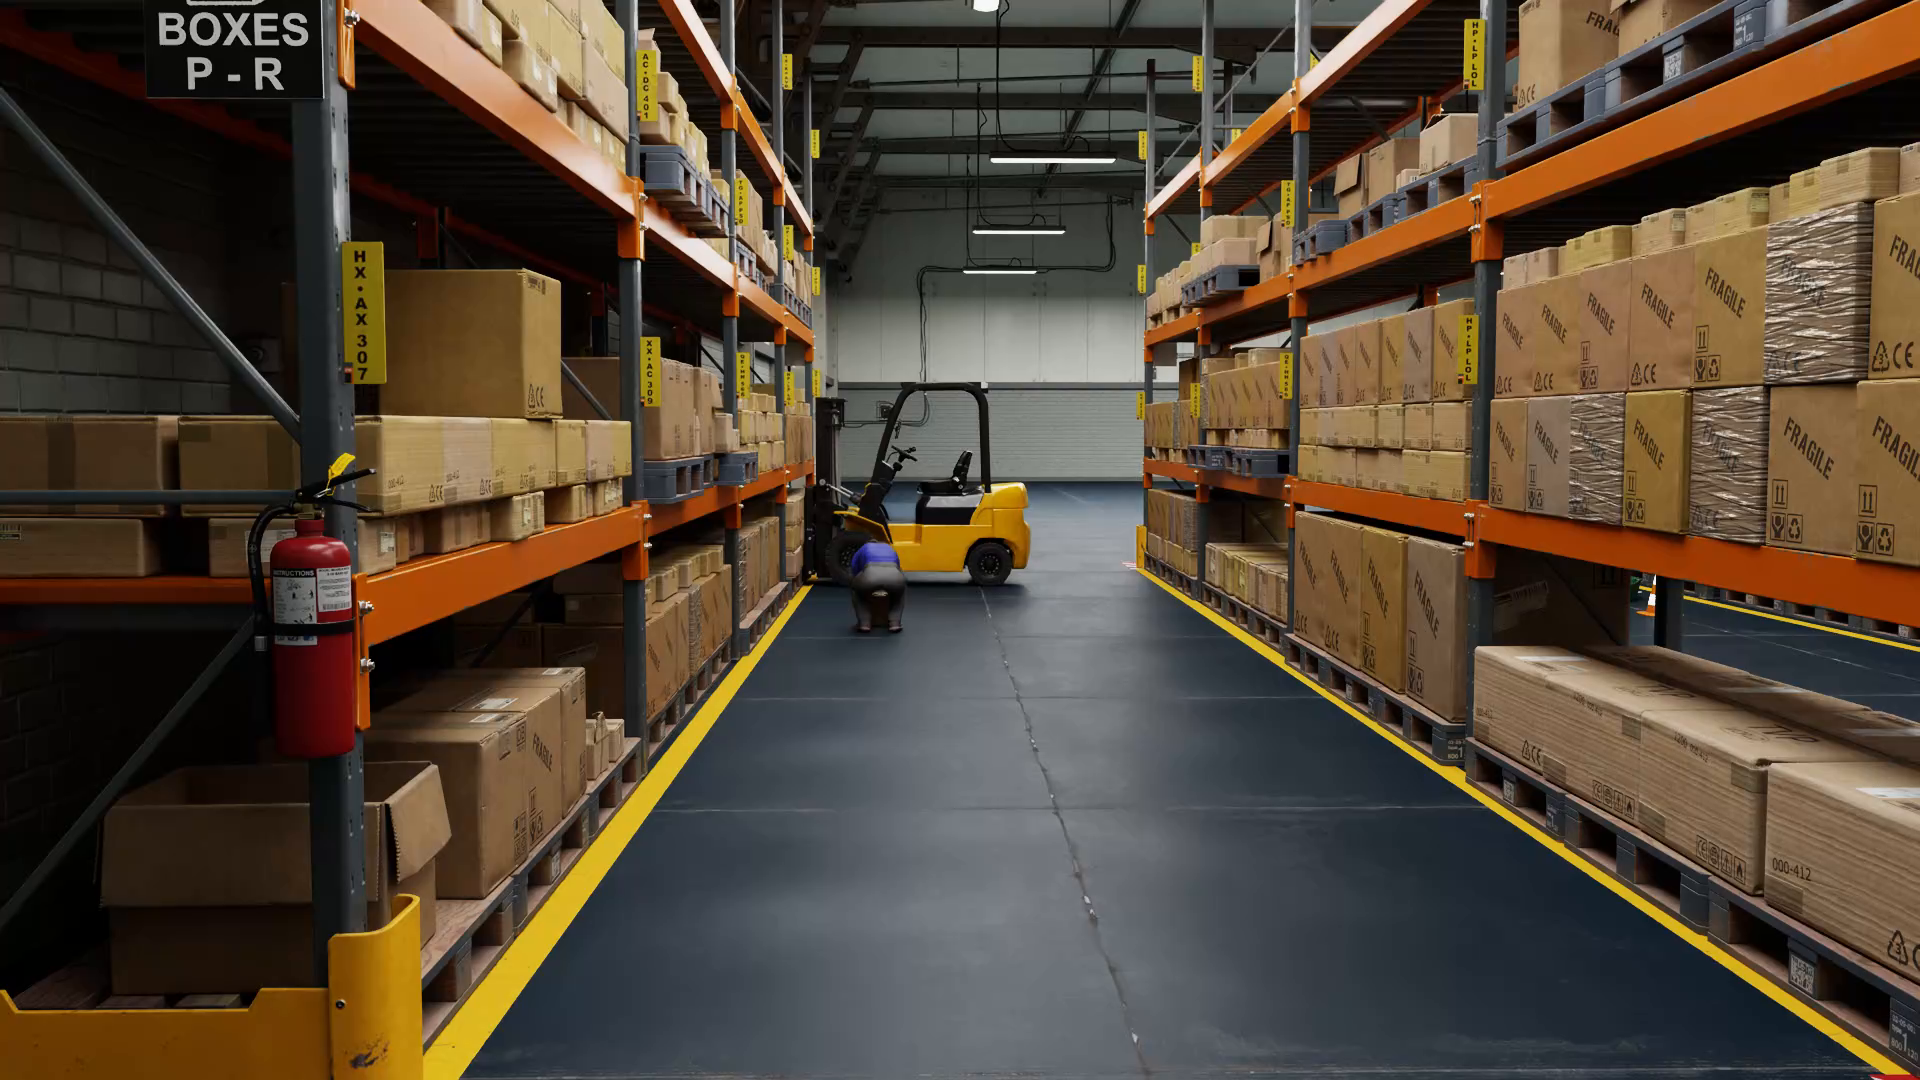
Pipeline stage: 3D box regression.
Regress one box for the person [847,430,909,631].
[{"bbox_3d":[-0.671,-0.076,13.652,0.506,1.655,0.344,0,4,-5],"label":"person"}]
